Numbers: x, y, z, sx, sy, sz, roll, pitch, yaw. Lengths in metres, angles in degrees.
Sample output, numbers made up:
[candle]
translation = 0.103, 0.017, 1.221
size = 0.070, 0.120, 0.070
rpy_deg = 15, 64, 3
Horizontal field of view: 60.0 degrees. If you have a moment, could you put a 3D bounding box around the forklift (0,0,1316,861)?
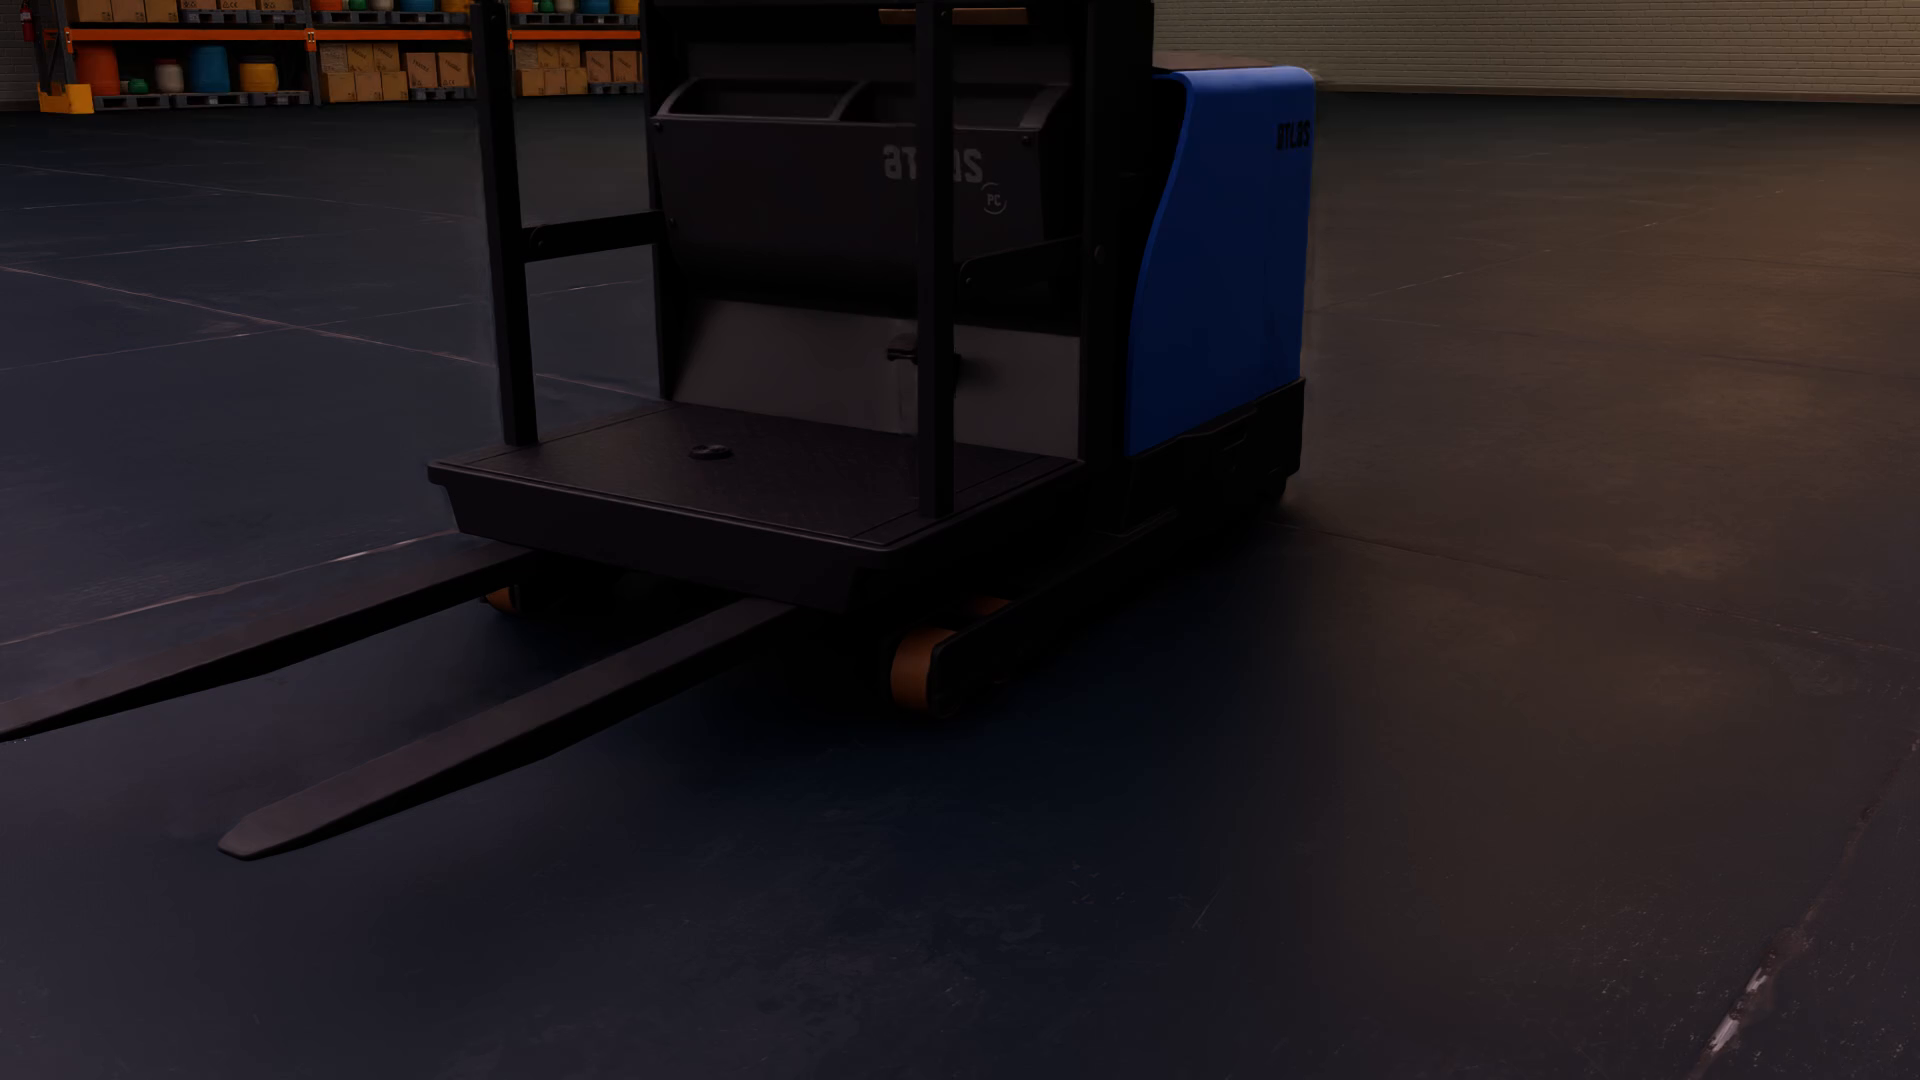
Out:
[forklift]
translation = -0.323, -1.242, 2.986
size = 1.130, 2.935, 3.031
rpy_deg = 10, 20, 30
